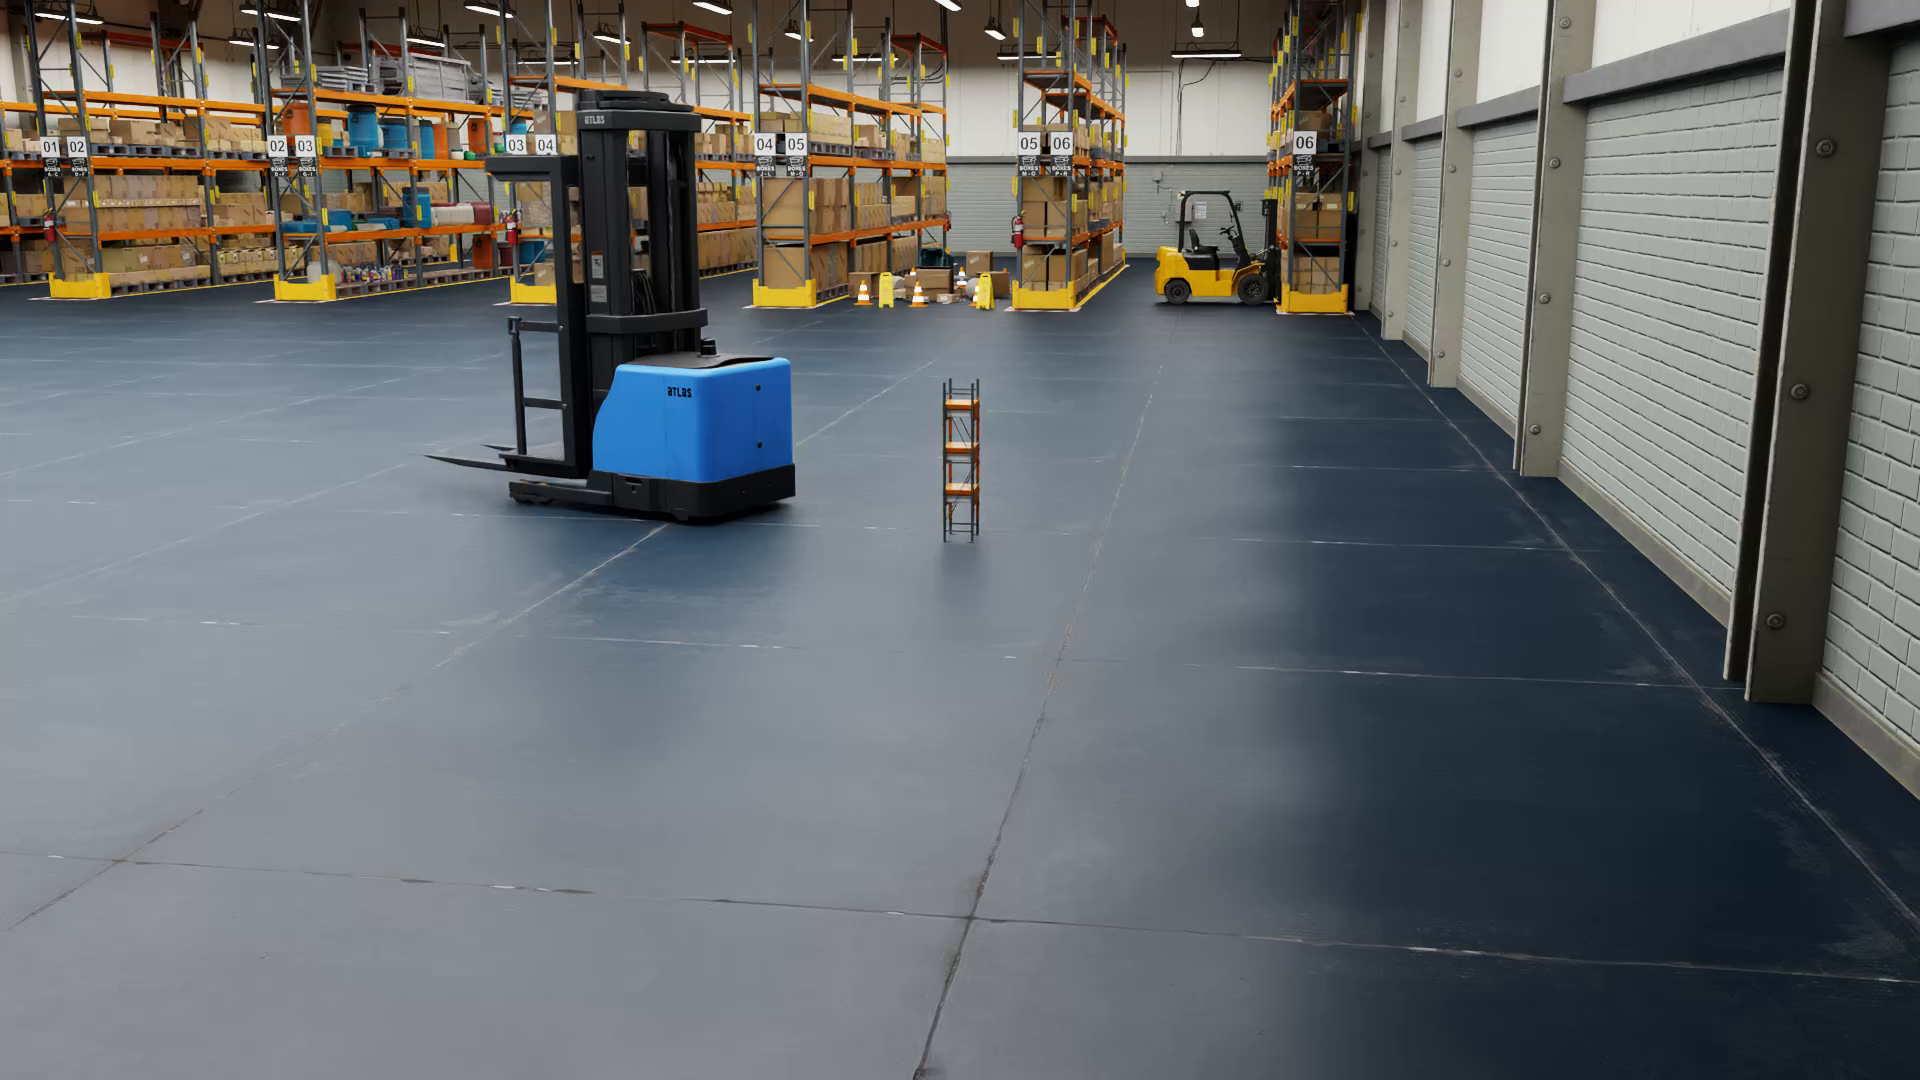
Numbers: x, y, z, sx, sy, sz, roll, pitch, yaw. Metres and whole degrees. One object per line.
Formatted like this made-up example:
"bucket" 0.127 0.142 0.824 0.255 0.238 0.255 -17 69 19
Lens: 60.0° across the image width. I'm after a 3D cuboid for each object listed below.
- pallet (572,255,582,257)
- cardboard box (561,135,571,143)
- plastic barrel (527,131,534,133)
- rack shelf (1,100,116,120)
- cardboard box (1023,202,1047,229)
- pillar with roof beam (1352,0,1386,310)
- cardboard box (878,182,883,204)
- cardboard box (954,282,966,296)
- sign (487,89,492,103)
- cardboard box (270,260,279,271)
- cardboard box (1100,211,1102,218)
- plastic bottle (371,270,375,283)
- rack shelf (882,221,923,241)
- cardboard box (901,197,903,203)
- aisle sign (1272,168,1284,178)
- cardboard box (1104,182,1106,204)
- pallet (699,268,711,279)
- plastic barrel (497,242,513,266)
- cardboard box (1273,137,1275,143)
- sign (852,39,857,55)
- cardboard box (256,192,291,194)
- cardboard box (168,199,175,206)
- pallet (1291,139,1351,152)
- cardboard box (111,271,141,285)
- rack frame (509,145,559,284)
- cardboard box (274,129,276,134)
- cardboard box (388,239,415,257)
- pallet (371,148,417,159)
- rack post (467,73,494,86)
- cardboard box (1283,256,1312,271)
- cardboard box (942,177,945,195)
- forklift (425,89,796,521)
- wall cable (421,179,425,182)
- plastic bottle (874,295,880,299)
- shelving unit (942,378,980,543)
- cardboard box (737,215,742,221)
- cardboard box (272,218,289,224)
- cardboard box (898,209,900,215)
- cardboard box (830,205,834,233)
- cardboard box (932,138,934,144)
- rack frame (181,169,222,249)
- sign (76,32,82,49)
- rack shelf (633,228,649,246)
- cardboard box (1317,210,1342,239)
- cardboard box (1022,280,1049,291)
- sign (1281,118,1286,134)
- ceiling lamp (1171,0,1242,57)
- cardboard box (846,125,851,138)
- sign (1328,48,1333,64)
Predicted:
"pallet" -10.828 -8.086 48.013 1.003 0.211 1.213 2 12 9
"cardboard box" -7.823 -7.817 32.435 0.380 0.149 0.250 2 12 10
"plastic barrel" -11.218 -10.354 43.354 0.600 0.588 0.600 0 12 0
"rack shelf" -21.990 -10.244 39.826 1.077 0.370 4.000 2 12 9
"cardboard box" 1.374 -6.123 31.344 0.500 0.500 0.500 2 12 8
"pillar with roof beam" 3.212 -8.835 30.630 9.100 9.000 0.400 2 12 9
"cardboard box" -2.192 -8.056 38.646 0.700 0.500 0.500 2 12 8
"cardboard box" -0.068 -5.203 34.508 0.258 0.266 0.396 -7 14 -30
"sign" -11.348 -10.713 40.108 0.100 0.325 0.005 2 12 9
"cardboard box" -16.783 -6.647 40.247 0.500 0.250 0.500 2 12 10
"cardboard box" 3.011 -7.367 37.658 0.380 0.149 0.250 2 12 8
"plastic bottle" -12.484 -5.609 35.331 0.097 0.271 0.097 0 12 0
"rack shelf" -1.806 -7.677 41.202 1.077 0.370 4.000 2 12 9
"cardboard box" -1.608 -8.401 41.041 0.380 0.149 0.250 2 12 8
"aisle sign" 8.649 -10.272 45.368 0.394 0.787 0.004 2 12 9
"cardboard box" 3.177 -8.209 39.352 0.500 0.500 0.500 2 12 9
"pallet" -6.803 -6.592 41.081 1.003 0.211 1.213 2 12 9
"plastic barrel" -11.661 -7.318 42.558 0.600 0.588 0.708 2 12 9
"cardboard box" 7.655 -9.518 39.574 0.380 0.149 0.250 2 12 9
"sign" -2.184 -10.223 34.476 0.100 0.325 0.005 2 12 9
"cardboard box" -20.520 -9.981 49.473 0.980 0.700 0.700 2 12 11
"cardboard box" -17.390 -7.373 36.310 0.380 0.149 0.250 2 12 8
"pallet" 6.602 -7.217 30.450 1.003 0.211 1.213 2 12 9
"cardboard box" -17.642 -5.520 35.016 0.500 0.250 0.500 2 12 9
"rack frame" -8.229 -6.128 32.310 1.000 3.000 0.127 2 12 9
"cardboard box" -20.295 -11.793 48.817 0.500 0.500 0.500 2 12 8
"cardboard box" -15.888 -8.334 47.426 0.797 0.503 0.637 2 12 9
"pallet" -12.523 -8.342 35.911 1.213 0.211 1.003 2 12 9
"rack post" -11.870 -11.304 40.863 0.624 0.289 0.986 2 12 9
"cardboard box" 6.231 -5.103 30.709 0.500 0.250 0.500 2 12 11
"cardboard box" -0.708 -9.857 46.295 0.500 0.500 0.500 2 12 7
"forklift" -2.728 -1.770 12.251 3.031 2.935 1.130 7 14 31
"wall cable" -19.229 -12.521 55.104 3.097 2.526 0.112 2 12 9
"plastic bottle" -1.599 -4.922 33.687 0.283 0.061 0.133 -2 12 -11
"shelving unit" 0.008 -0.524 10.934 0.215 1.050 0.252 2 12 9
"cardboard box" -6.010 -8.554 44.163 0.380 0.149 0.250 2 12 9
"cardboard box" -16.652 -7.796 40.647 0.380 0.149 0.250 2 12 9
"cardboard box" -1.684 -8.005 40.616 0.380 0.149 0.250 2 12 11
"cardboard box" -3.018 -6.438 33.391 0.875 0.550 0.500 2 12 9
"cardboard box" -0.902 -10.711 44.678 0.380 0.149 0.250 2 12 7
"rack frame" -21.067 -9.108 46.135 1.000 3.000 0.127 2 12 9
"sign" -17.470 -9.898 32.966 0.100 0.325 0.005 2 12 9
"rack shelf" -7.307 -7.026 38.181 1.077 0.370 4.000 2 12 9
"cardboard box" 6.819 -5.790 30.504 0.500 0.500 0.500 2 12 10
"cardboard box" 1.425 -4.850 31.910 0.500 0.250 0.500 2 12 8
"sign" 6.545 -8.368 33.610 0.100 0.325 0.005 2 12 9
"ceiling lamp" 7.040 -15.397 47.224 2.000 3.185 0.800 2 12 9
"cardboard box" -2.551 -8.461 34.430 0.500 0.250 0.500 2 12 8
"sign" 8.247 -10.762 36.978 0.100 0.325 0.005 2 12 9
